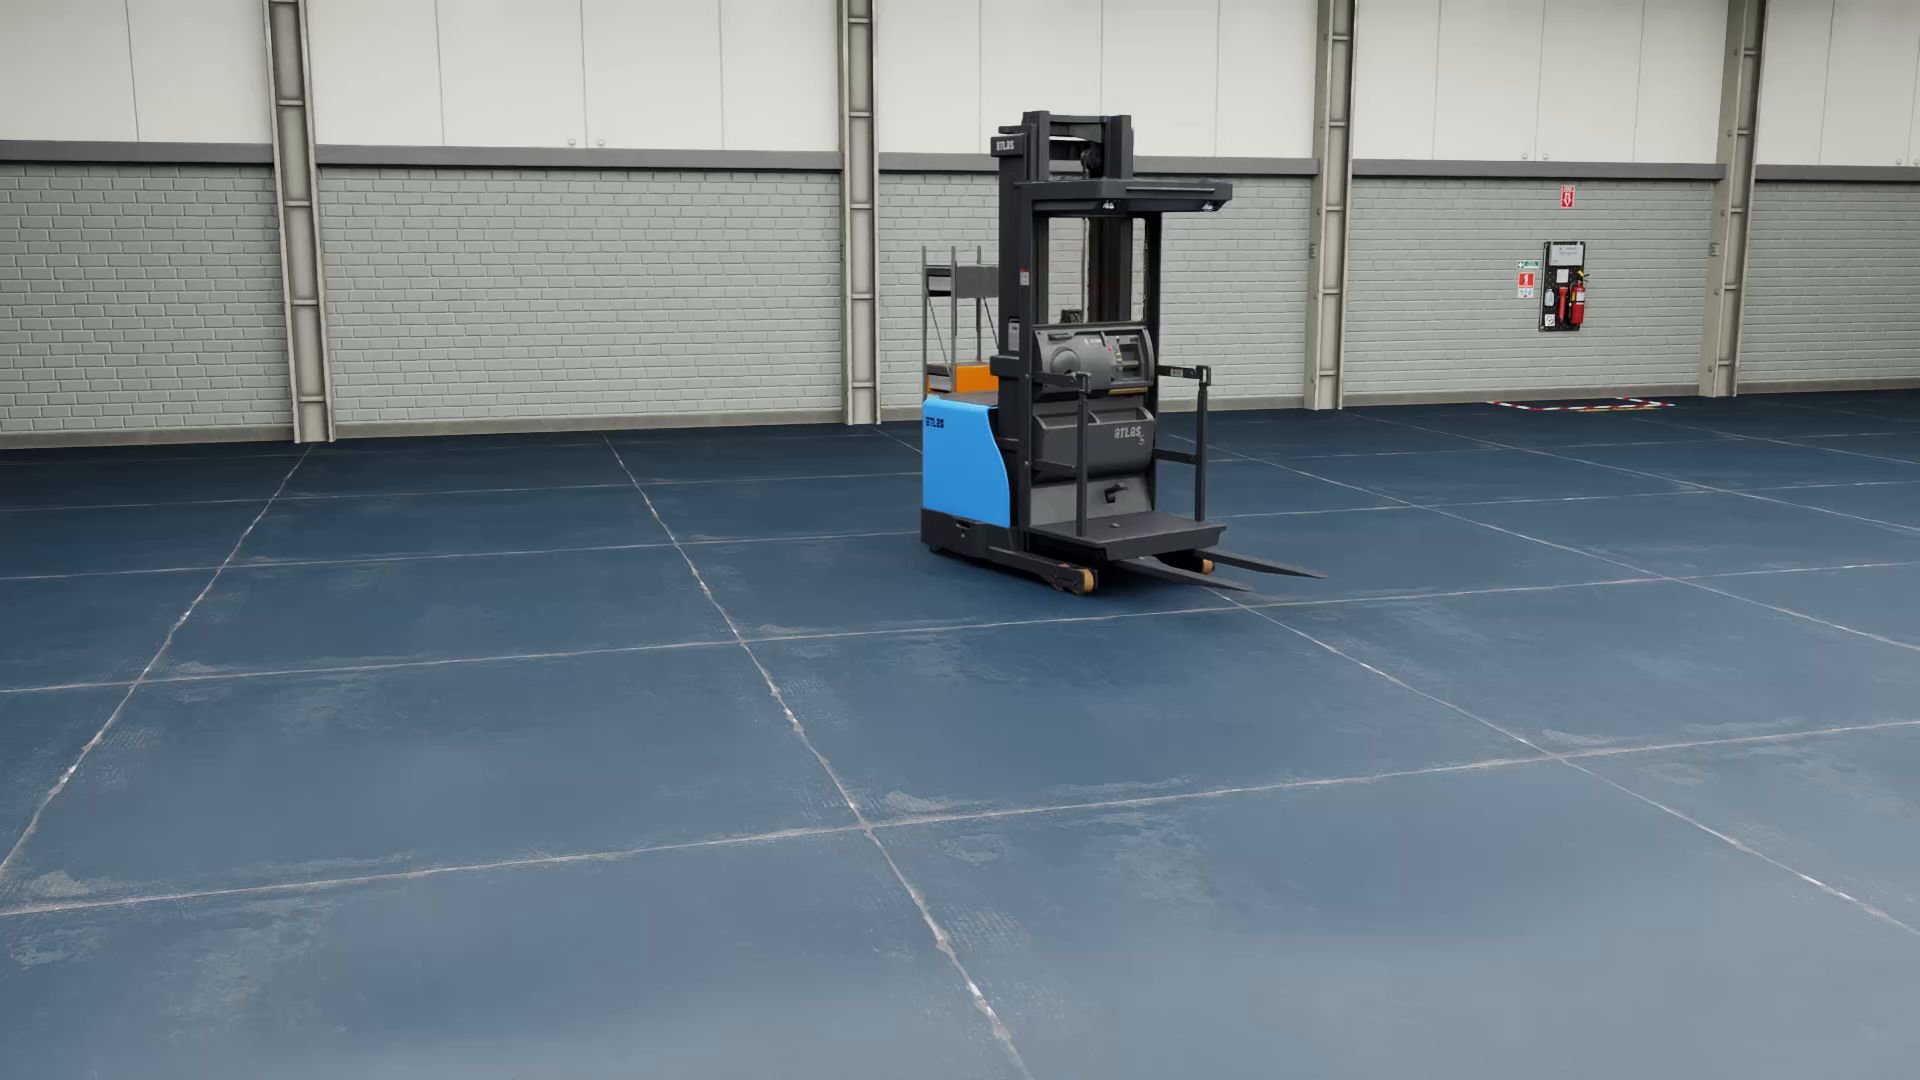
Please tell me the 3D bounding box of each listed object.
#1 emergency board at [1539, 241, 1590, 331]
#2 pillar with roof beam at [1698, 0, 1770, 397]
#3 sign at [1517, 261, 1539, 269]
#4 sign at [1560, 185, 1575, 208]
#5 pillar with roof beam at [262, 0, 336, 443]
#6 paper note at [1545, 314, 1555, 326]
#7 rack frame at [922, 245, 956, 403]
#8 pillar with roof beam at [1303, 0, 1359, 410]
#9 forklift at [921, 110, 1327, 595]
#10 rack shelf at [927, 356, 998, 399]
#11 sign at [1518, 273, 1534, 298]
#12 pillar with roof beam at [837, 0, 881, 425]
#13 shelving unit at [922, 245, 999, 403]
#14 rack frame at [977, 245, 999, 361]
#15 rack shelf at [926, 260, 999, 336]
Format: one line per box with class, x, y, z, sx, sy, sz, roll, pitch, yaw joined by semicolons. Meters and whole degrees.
emergency board;7.985;-3.334;21.872;0.643;1.169;0.194;-3;11;-16
pillar with roof beam;11.572;-5.655;17.907;0.400;9.000;9.100;-3;11;-16
sign;7.432;-3.601;21.759;0.331;0.109;0.001;-3;11;-16
sign;7.949;-4.491;21.754;0.199;0.298;0.001;-3;11;-16
pillar with roof beam;-5.711;-4.744;12.959;0.400;9.000;9.100;-3;11;-16
paper note;7.796;-2.904;21.968;0.142;0.148;0.016;-3;11;-16
rack frame;-0.150;-1.037;11.879;0.015;2.100;0.400;-7;13;-35
pillar with roof beam;5.811;-5.351;16.258;0.400;9.000;9.100;-3;11;-16
forklift;0.991;-1.201;10.477;1.130;2.935;3.031;-7;13;-35
rack shelf;0.049;-1.049;12.021;0.480;0.518;0.431;-7;13;-35
sign;7.425;-3.342;21.814;0.234;0.329;0.001;-3;11;-16
pillar with roof beam;0.050;-5.047;14.609;0.400;9.000;9.100;-3;11;-16
shelving unit;0.049;-1.062;12.018;0.503;2.100;0.431;-7;13;-35
rack frame;0.248;-1.088;12.157;0.015;2.100;0.400;-7;13;-35
rack shelf;0.049;-1.737;11.894;0.480;0.518;0.431;-7;13;-35
